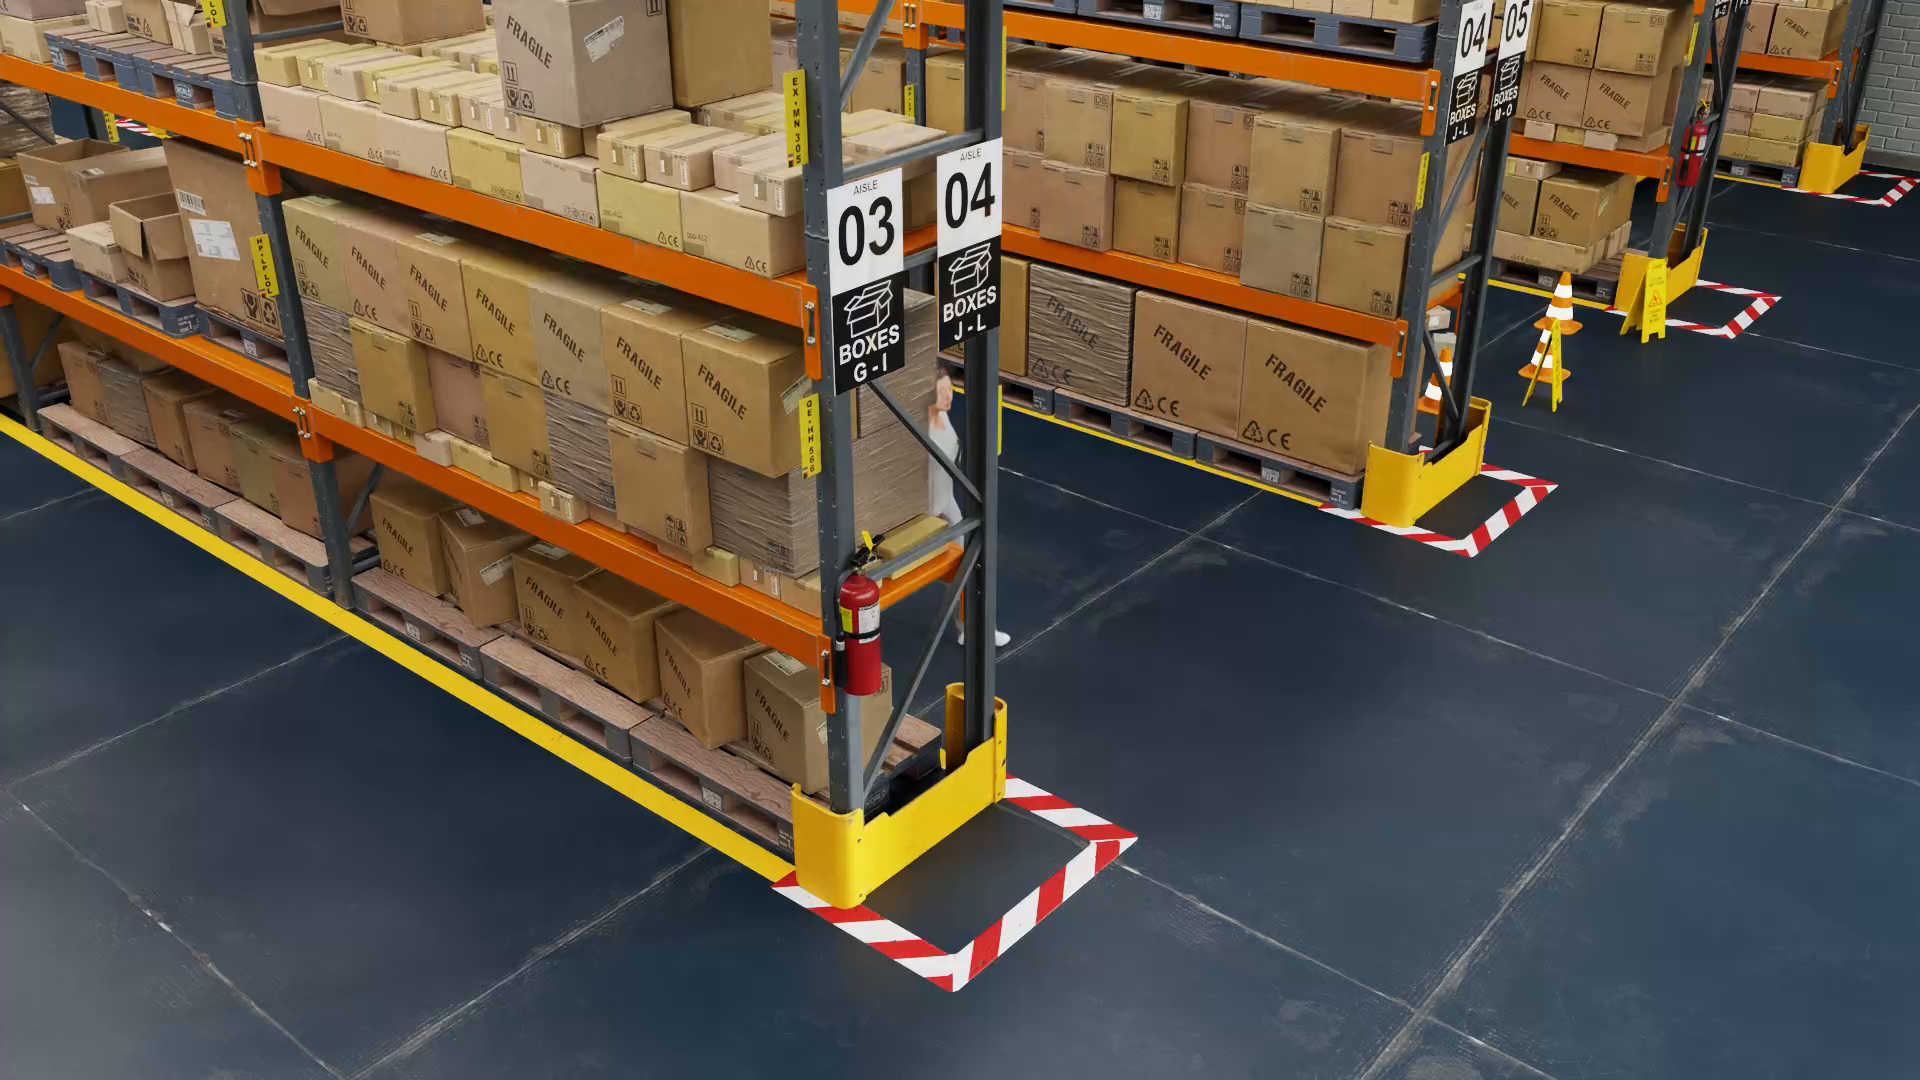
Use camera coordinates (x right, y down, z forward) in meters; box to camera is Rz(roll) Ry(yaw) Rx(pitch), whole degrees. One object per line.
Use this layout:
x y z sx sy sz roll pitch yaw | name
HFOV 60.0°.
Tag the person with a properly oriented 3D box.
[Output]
-0.216 -0.193 9.010 1.032 1.624 0.458 15 31 27 | person
